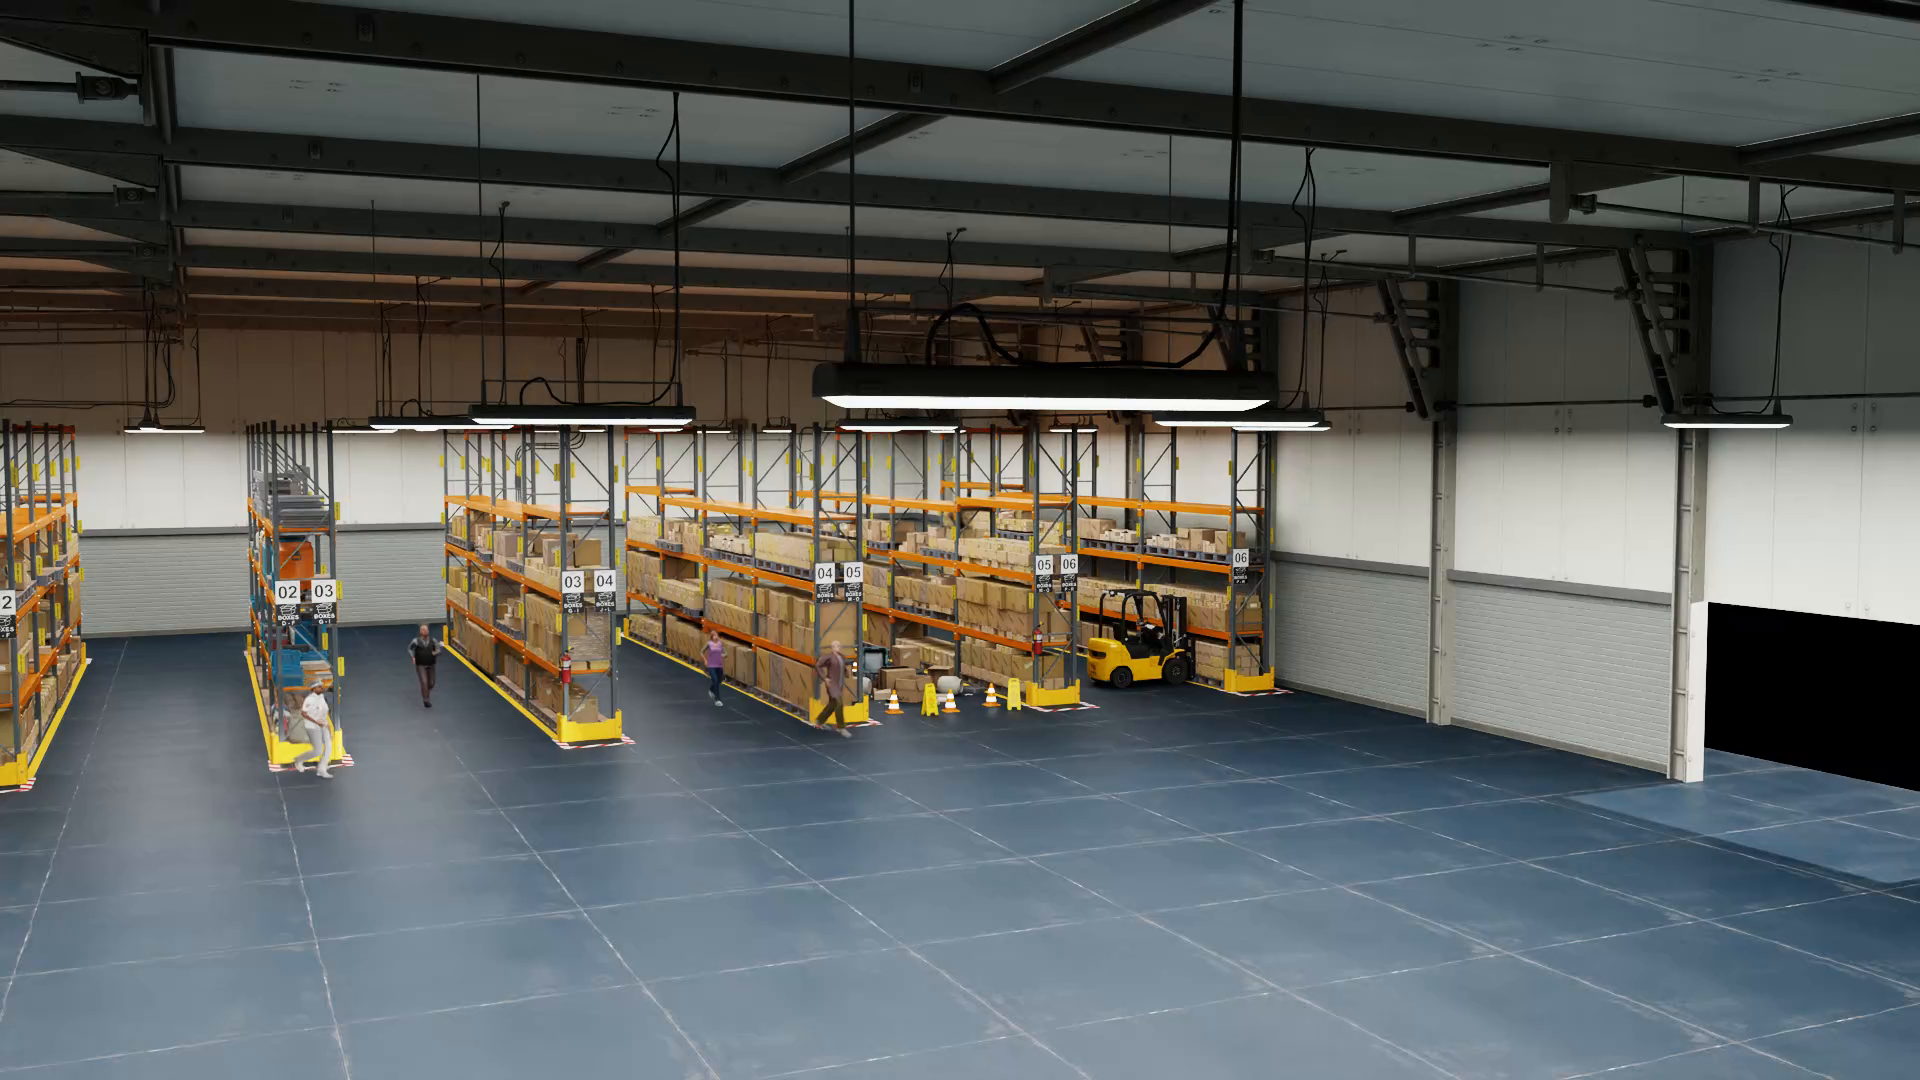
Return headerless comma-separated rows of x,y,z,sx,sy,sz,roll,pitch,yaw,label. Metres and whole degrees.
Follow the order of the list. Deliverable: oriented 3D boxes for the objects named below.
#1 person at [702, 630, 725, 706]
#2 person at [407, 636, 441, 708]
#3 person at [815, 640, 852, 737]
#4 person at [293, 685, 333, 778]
-5.237,2.705,35.362,0.486,1.576,0.877,-2,4,-31,person
-11.336,2.763,35.246,0.667,1.496,0.915,-2,4,-33,person
-2.421,2.835,31.955,0.912,1.823,0.704,2,4,30,person
-10.858,3.179,27.910,0.653,1.657,0.594,1,4,9,person
